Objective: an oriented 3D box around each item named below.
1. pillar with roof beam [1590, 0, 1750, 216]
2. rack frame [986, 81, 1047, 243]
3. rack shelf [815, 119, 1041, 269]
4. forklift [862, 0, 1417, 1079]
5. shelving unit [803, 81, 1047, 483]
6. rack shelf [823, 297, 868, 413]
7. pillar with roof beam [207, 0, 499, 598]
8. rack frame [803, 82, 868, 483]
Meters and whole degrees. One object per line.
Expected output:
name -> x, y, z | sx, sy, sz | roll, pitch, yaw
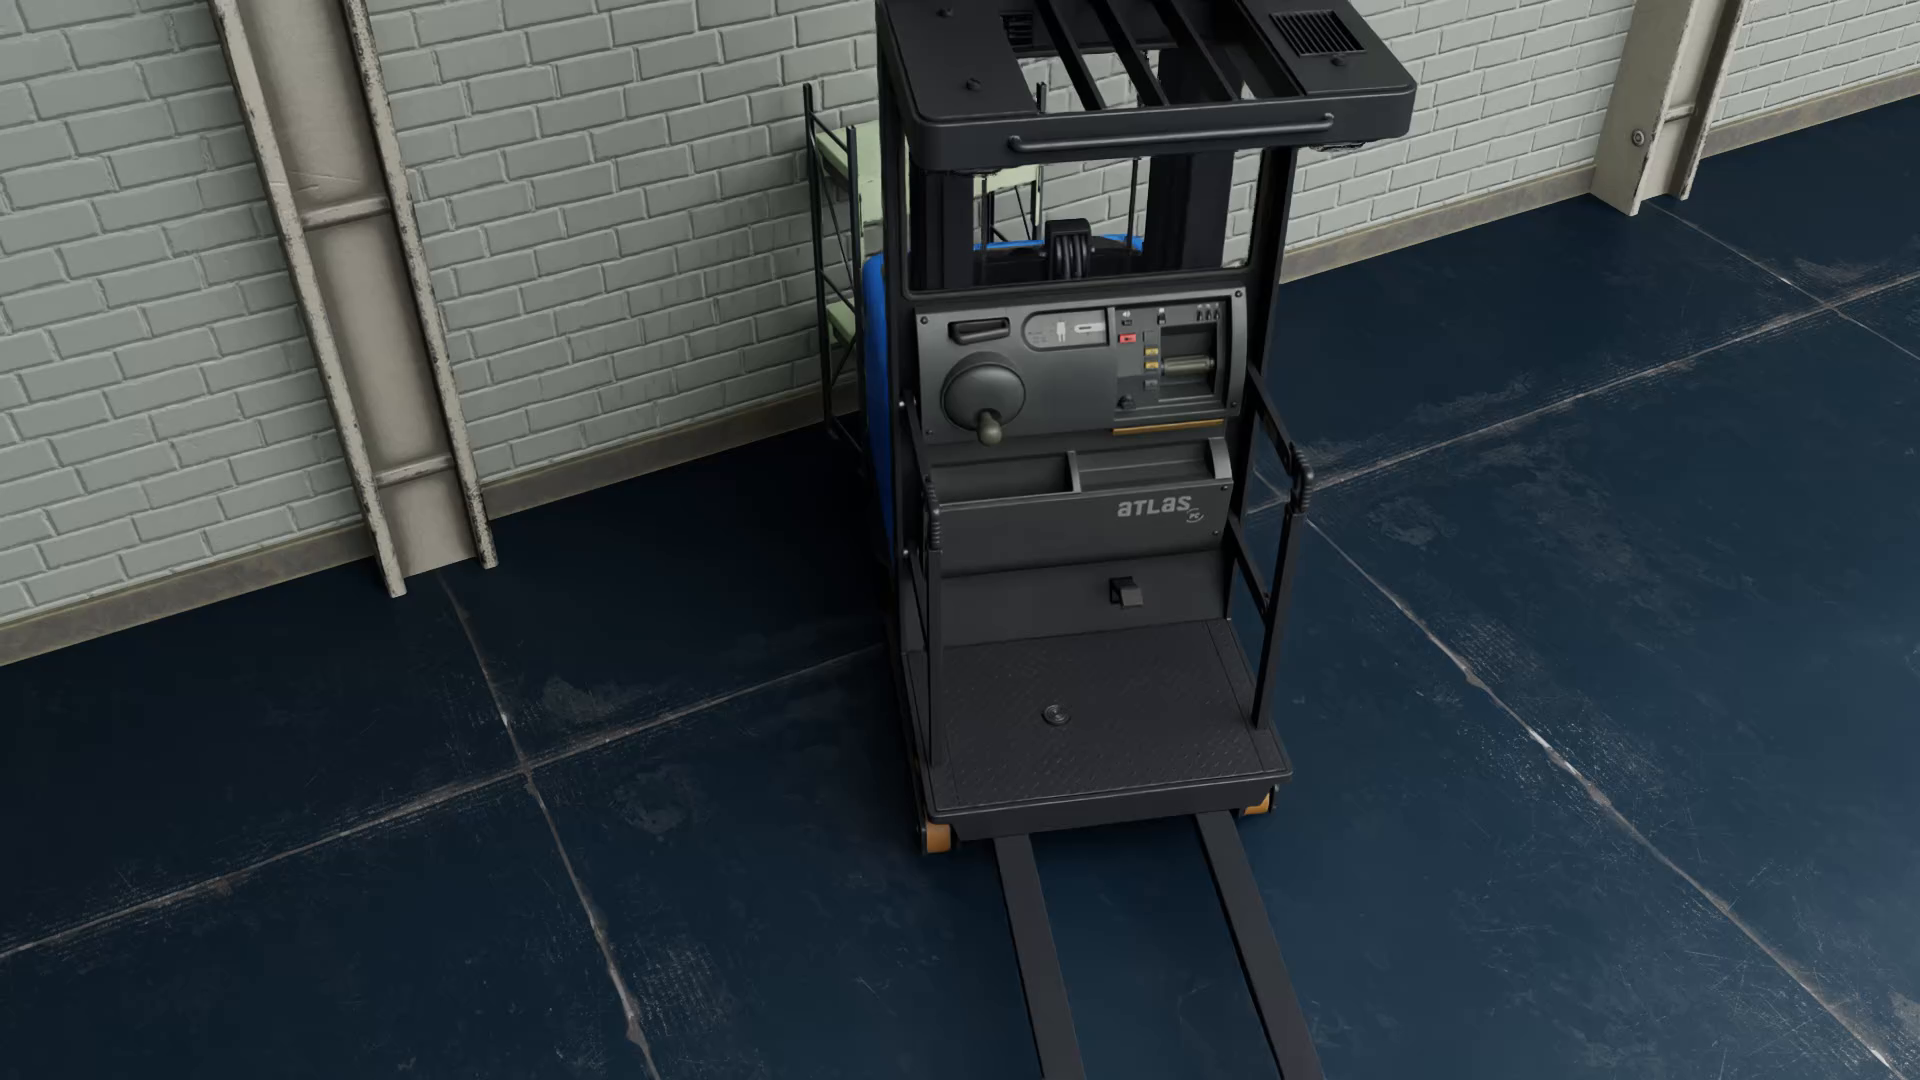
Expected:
pillar with roof beam -> 5.361, -2.696, 2.469 | 0.400, 9.000, 9.100 | -19, 44, -21
rack frame -> 0.201, -1.131, 6.425 | 0.023, 1.500, 0.400 | -19, 44, -21
rack shelf -> -0.124, -1.319, 6.044 | 0.720, 0.370, 0.431 | -19, 44, -21
forklift -> 0.377, -0.409, 4.465 | 1.130, 2.935, 3.031 | -6, 41, -7
shelving unit -> -0.124, -1.021, 6.296 | 0.755, 1.500, 0.431 | -19, 44, -21
rack shelf -> -0.124, -0.773, 6.506 | 0.720, 0.370, 0.431 | -19, 44, -21
pillar with roof beam -> 0.040, -0.905, 0.354 | 0.400, 9.000, 9.100 | -19, 44, -21
rack frame -> -0.448, -0.912, 6.167 | 0.023, 1.500, 0.400 | -19, 44, -21
